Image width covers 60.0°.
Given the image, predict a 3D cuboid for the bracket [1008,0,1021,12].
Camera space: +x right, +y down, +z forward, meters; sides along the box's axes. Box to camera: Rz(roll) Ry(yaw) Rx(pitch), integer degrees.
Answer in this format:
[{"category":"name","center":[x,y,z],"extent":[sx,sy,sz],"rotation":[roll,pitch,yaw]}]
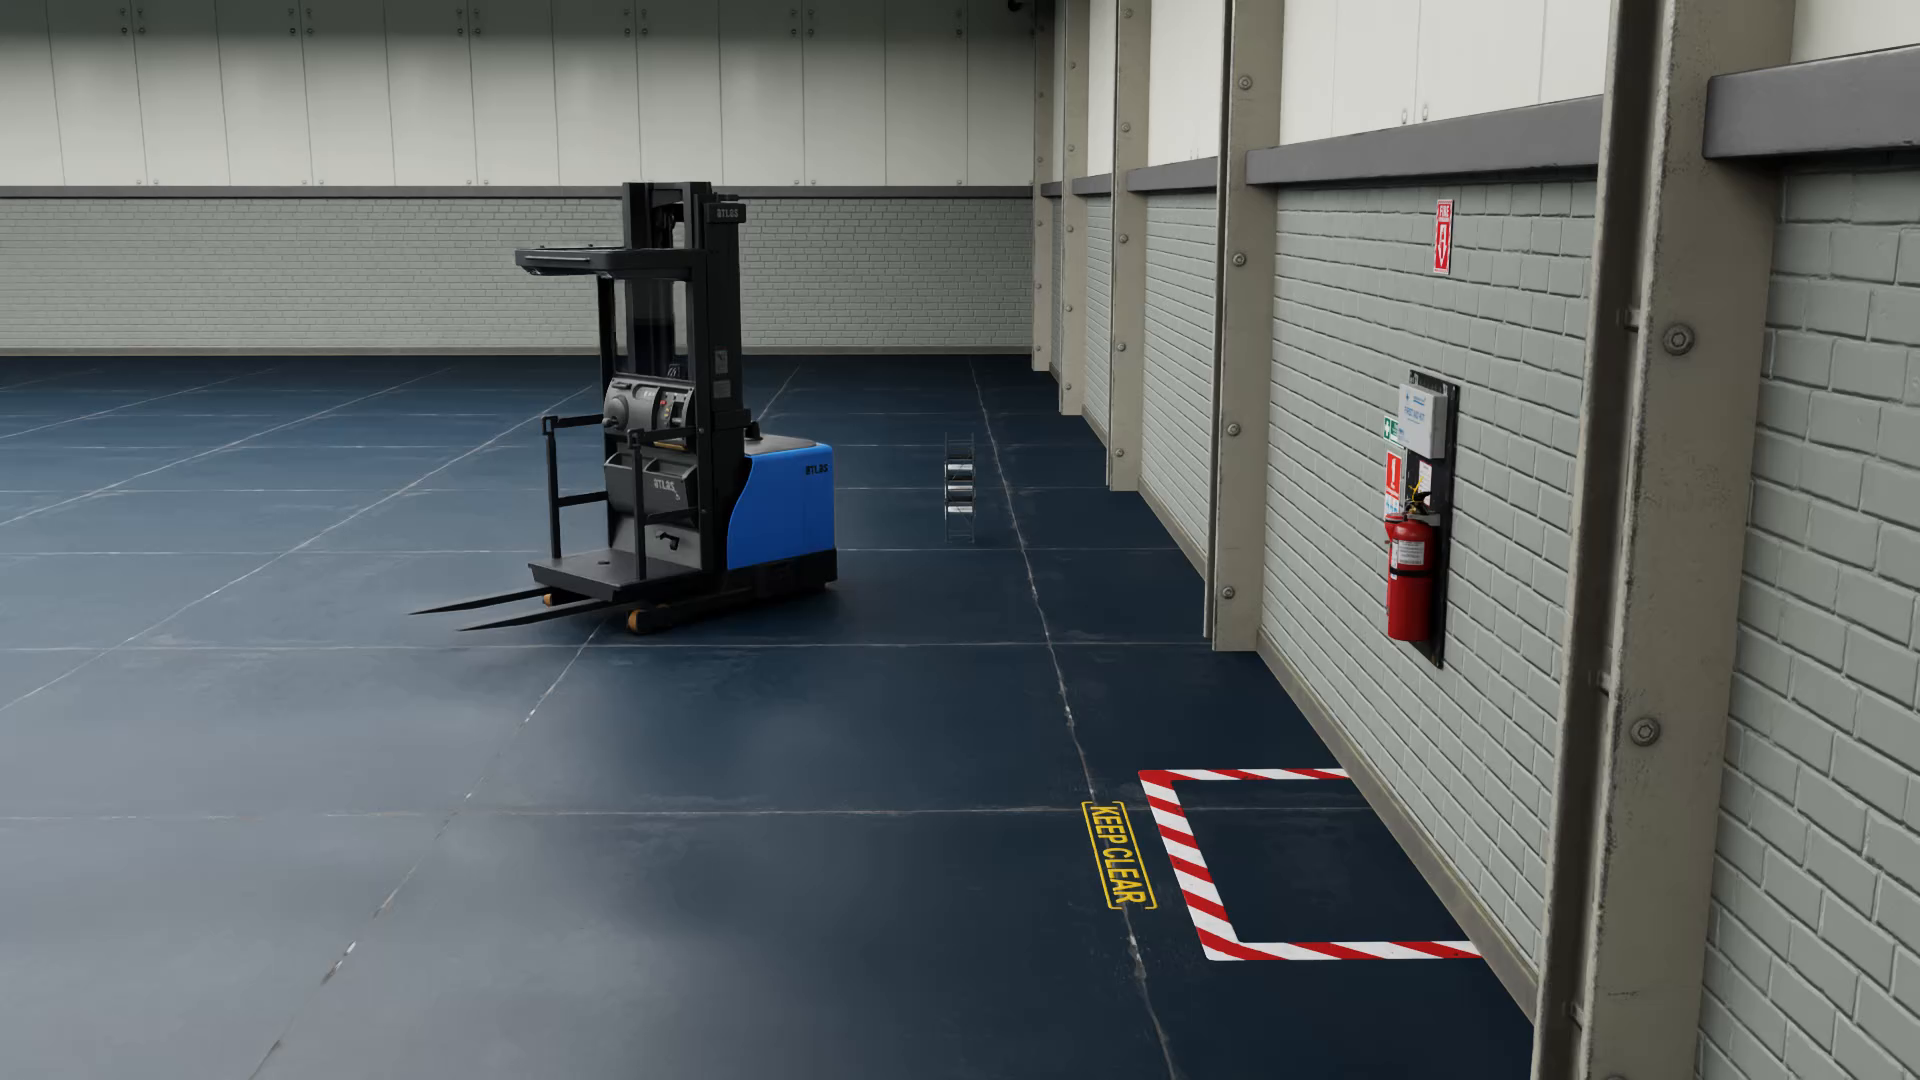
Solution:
[{"category":"bracket","center":[0.979,-9.638,29.881],"extent":[0.235,0.232,0.430],"rotation":[0,11,-1]}]

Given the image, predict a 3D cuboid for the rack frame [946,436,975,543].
[{"category":"rack frame","center":[0.002,-0.419,13.862],"extent":[0.240,0.900,0.006],"rotation":[0,11,-1]}]

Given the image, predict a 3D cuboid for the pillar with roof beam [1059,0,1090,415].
[{"category":"pillar with roof beam","center":[-2.788,-6.112,21.551],"extent":[9.100,9.000,0.400],"rotation":[0,11,-1]}]

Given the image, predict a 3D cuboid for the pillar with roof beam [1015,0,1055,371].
[{"category":"pillar with roof beam","center":[-2.912,-7.304,27.430],"extent":[9.100,9.000,0.548],"rotation":[0,11,-1]}]

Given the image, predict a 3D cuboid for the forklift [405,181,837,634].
[{"category":"forklift","center":[-2.280,-0.929,11.267],"extent":[1.130,2.935,3.031],"rotation":[11,16,42]}]

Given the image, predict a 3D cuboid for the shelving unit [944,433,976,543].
[{"category":"shelving unit","center":[0.000,-0.439,13.962],"extent":[0.258,0.900,0.210],"rotation":[0,11,-1]}]

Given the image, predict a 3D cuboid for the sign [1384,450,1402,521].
[{"category":"sign","center":[1.967,-0.230,7.560],"extent":[0.001,0.329,0.234],"rotation":[0,11,-1]}]

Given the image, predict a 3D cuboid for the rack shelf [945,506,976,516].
[{"category":"rack shelf","center":[0.000,-0.230,14.004],"extent":[0.258,0.077,0.200],"rotation":[0,11,-1]}]

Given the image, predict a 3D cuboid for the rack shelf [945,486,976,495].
[{"category":"rack shelf","center":[0.000,-0.407,13.968],"extent":[0.258,0.077,0.200],"rotation":[0,11,-1]}]

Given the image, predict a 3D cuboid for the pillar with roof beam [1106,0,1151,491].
[{"category":"pillar with roof beam","center":[-2.664,-4.919,15.672],"extent":[9.100,9.000,0.400],"rotation":[0,11,-1]}]

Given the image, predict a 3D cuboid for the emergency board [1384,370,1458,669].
[{"category":"emergency board","center":[1.875,-0.102,7.020],"extent":[0.194,1.169,0.643],"rotation":[0,11,-1]}]

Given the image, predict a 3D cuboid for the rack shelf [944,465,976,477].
[{"category":"rack shelf","center":[0.000,-0.583,13.933],"extent":[0.258,0.077,0.200],"rotation":[0,11,-1]}]

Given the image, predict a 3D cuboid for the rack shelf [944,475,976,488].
[{"category":"rack shelf","center":[0.000,-0.495,13.950],"extent":[0.258,0.077,0.200],"rotation":[0,11,-1]}]

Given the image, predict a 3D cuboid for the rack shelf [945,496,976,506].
[{"category":"rack shelf","center":[0.000,-0.319,13.986],"extent":[0.258,0.077,0.200],"rotation":[0,11,-1]}]

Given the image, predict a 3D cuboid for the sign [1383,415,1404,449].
[{"category":"sign","center":[1.958,-0.489,7.503],"extent":[0.001,0.109,0.331],"rotation":[0,11,-1]}]

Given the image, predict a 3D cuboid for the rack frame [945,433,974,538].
[{"category":"rack frame","center":[-0.002,-0.460,14.061],"extent":[0.240,0.900,0.006],"rotation":[0,11,-1]}]

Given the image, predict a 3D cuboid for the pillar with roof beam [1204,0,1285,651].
[{"category":"pillar with roof beam","center":[-2.540,-3.726,9.793],"extent":[9.100,9.000,0.400],"rotation":[0,11,-1]}]

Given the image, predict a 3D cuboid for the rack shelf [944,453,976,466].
[{"category":"rack shelf","center":[0.000,-0.671,13.915],"extent":[0.258,0.077,0.200],"rotation":[0,11,-1]}]

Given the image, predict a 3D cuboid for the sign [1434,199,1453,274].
[{"category":"sign","center":[1.974,-1.241,6.799],"extent":[0.001,0.298,0.199],"rotation":[0,11,-1]}]

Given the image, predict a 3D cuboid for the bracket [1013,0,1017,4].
[{"category":"bracket","center":[0.992,-9.521,29.302],"extent":[0.076,0.066,3.189],"rotation":[0,11,-1]}]
